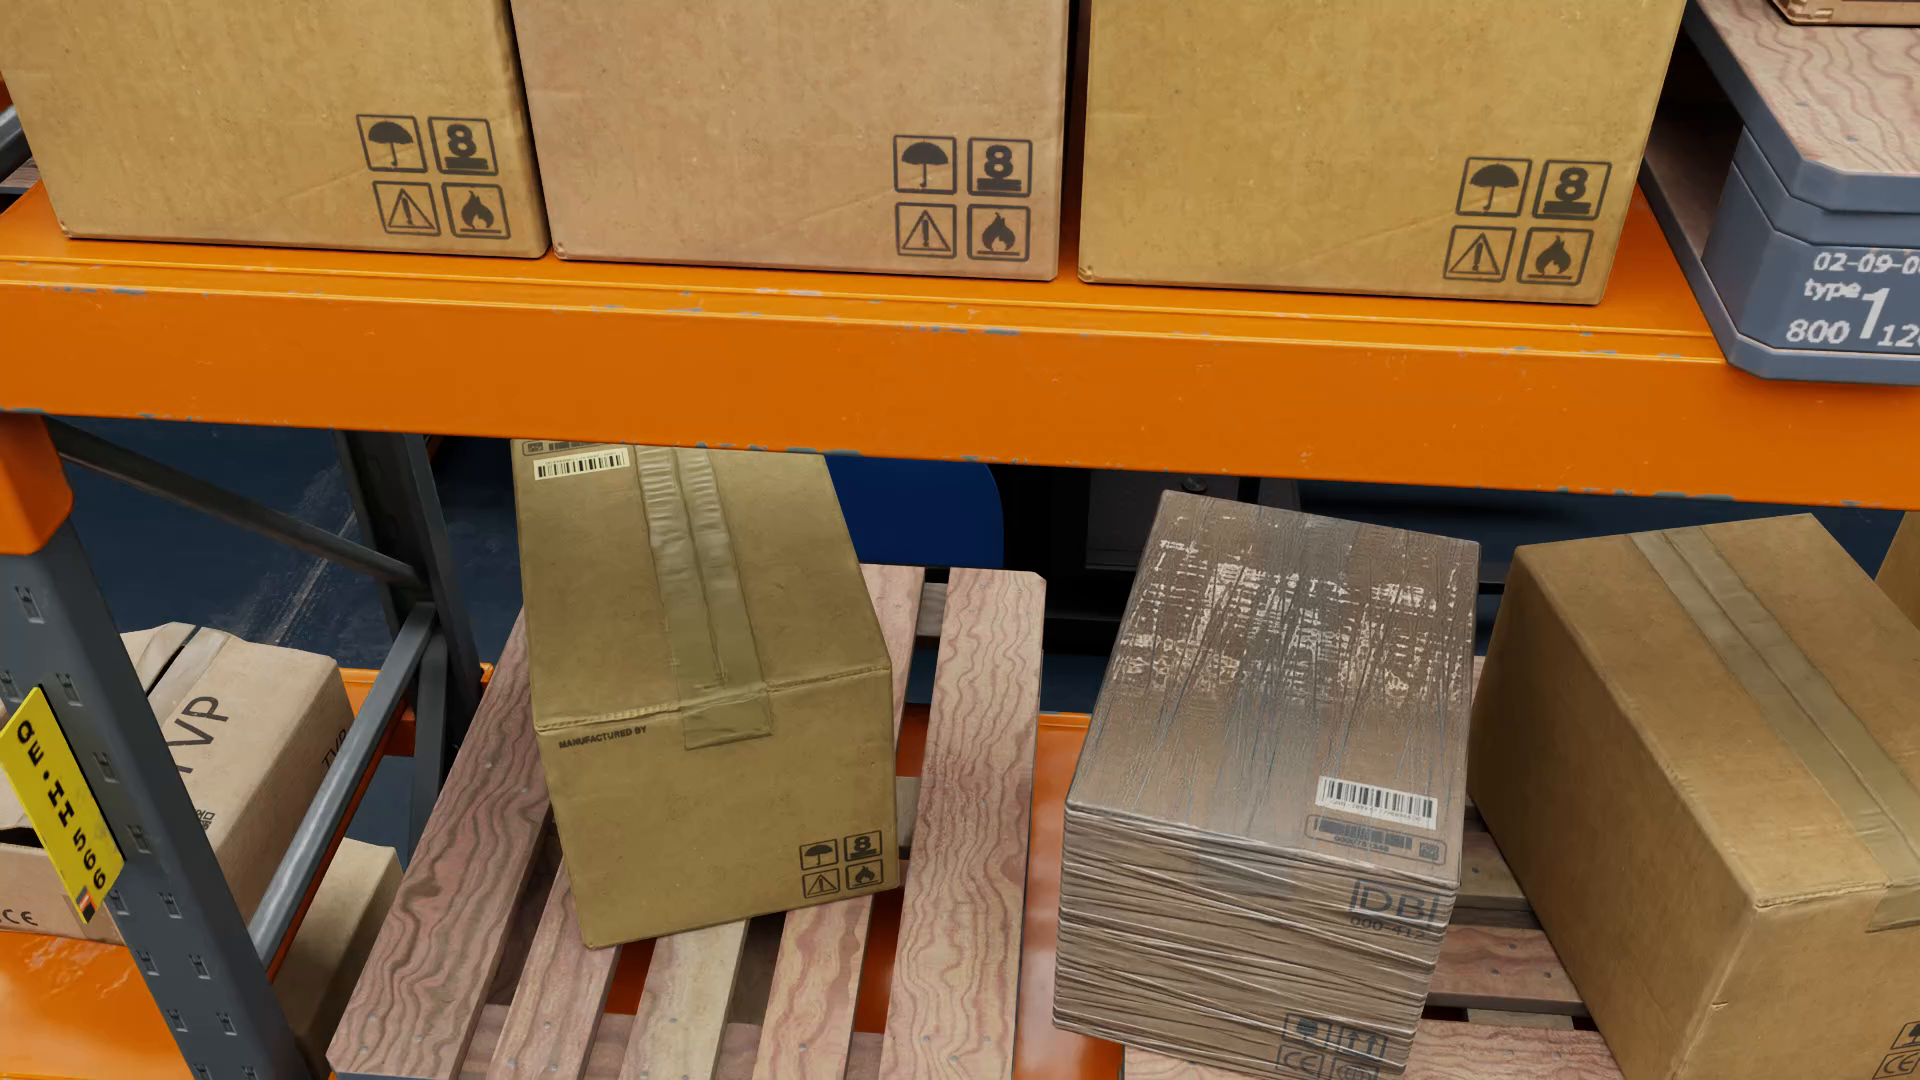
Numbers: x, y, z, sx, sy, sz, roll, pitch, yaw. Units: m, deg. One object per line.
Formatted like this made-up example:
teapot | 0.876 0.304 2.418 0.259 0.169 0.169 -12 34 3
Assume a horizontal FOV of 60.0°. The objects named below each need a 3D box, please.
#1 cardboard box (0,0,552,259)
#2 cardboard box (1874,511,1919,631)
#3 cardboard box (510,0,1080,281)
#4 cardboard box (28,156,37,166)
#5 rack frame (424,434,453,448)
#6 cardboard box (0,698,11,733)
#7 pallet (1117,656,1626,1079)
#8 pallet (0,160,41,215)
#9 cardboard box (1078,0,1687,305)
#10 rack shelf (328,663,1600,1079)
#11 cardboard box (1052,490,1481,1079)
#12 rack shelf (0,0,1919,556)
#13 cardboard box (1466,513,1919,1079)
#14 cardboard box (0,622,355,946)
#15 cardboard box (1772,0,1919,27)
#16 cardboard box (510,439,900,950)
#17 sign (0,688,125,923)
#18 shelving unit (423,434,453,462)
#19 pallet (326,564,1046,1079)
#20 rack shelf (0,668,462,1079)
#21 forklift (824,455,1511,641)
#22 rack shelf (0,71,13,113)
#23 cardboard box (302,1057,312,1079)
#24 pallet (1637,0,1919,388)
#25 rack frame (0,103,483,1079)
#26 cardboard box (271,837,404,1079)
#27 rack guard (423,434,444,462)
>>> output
cardboard box | -0.624 -0.768 1.862 0.500 0.500 0.910 3 39 4
cardboard box | 1.780 0.284 2.614 0.500 0.500 0.700 9 40 11
cardboard box | -0.116 -0.740 1.828 0.500 0.500 0.910 3 39 4
cardboard box | -3.888 -2.074 7.553 0.500 0.500 0.700 4 39 5
rack frame | -1.928 -0.876 5.638 0.032 1.500 0.500 3 39 4
cardboard box | -1.936 0.295 3.081 0.500 0.311 0.500 3 39 3
pallet | 0.876 0.609 2.778 1.213 0.211 1.003 3 39 4
pallet | -3.847 -1.779 7.769 1.213 0.211 1.003 3 39 4
cardboard box | 0.402 -0.712 1.793 0.500 0.500 0.910 3 39 4
rack shelf | 0.931 0.819 2.937 4.000 0.370 1.077 3 39 4
cardboard box | 0.470 0.363 2.516 0.500 0.500 0.700 10 40 12
rack shelf | 0.931 -0.344 1.990 4.000 0.370 1.077 3 39 4
cardboard box | 1.158 0.390 2.483 0.500 0.500 0.700 -6 40 -8
cardboard box | -1.420 0.419 2.930 0.500 0.311 0.500 5 39 7
cardboard box | 1.099 -0.899 1.611 0.600 0.600 0.600 2 39 2
cardboard box | -0.424 0.193 2.725 0.500 0.500 0.700 -9 40 -11
sign | -1.106 0.332 2.049 0.005 0.325 0.100 3 39 4
shelving unit | -1.413 -0.846 5.601 1.083 1.500 0.587 3 39 4
pallet | -0.380 0.499 2.913 1.003 0.211 1.213 3 39 4
rack shelf | -3.054 0.601 3.205 4.000 0.370 1.077 3 39 4
forklift | 0.628 -1.103 4.784 3.031 2.935 1.130 3 39 4
rack shelf | -3.054 -0.562 2.258 4.000 0.370 1.077 3 39 4
cardboard box | -1.605 1.244 3.247 0.500 0.311 0.500 4 39 5
pallet | 1.246 -0.575 1.853 1.003 0.211 1.213 3 39 4
rack frame | -1.061 0.431 2.844 0.127 3.000 1.000 3 39 4
cardboard box | -1.558 0.904 3.664 0.500 0.311 0.500 4 39 5
rack guard | -1.909 -0.390 6.031 0.087 0.250 0.587 3 39 4
